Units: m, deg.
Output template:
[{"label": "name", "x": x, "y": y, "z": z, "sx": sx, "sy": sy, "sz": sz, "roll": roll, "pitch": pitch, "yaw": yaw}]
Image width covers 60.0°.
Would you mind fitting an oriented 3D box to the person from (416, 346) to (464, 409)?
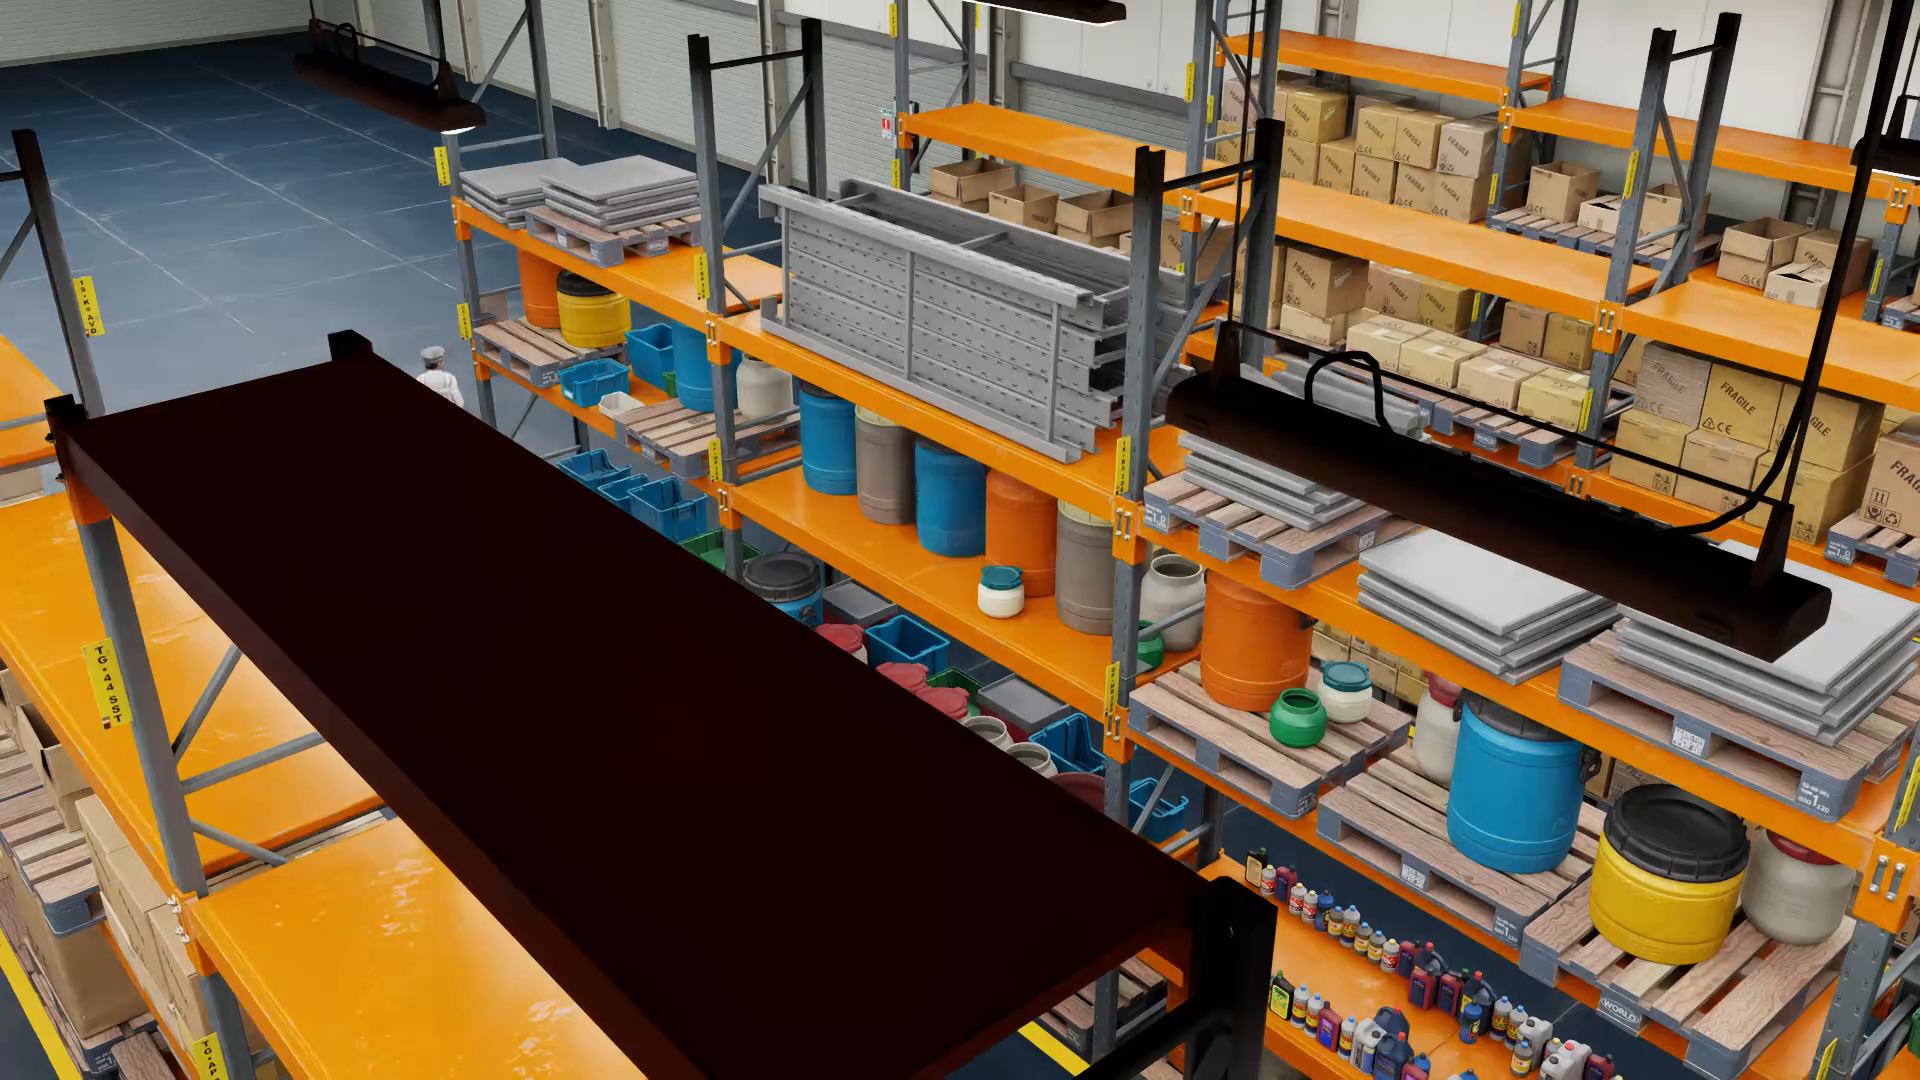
[{"label": "person", "x": -5.764, "y": -1.376, "z": 18.450, "sx": 0.601, "sy": 1.665, "sz": 0.710, "roll": -3, "pitch": 27, "yaw": -7}]
